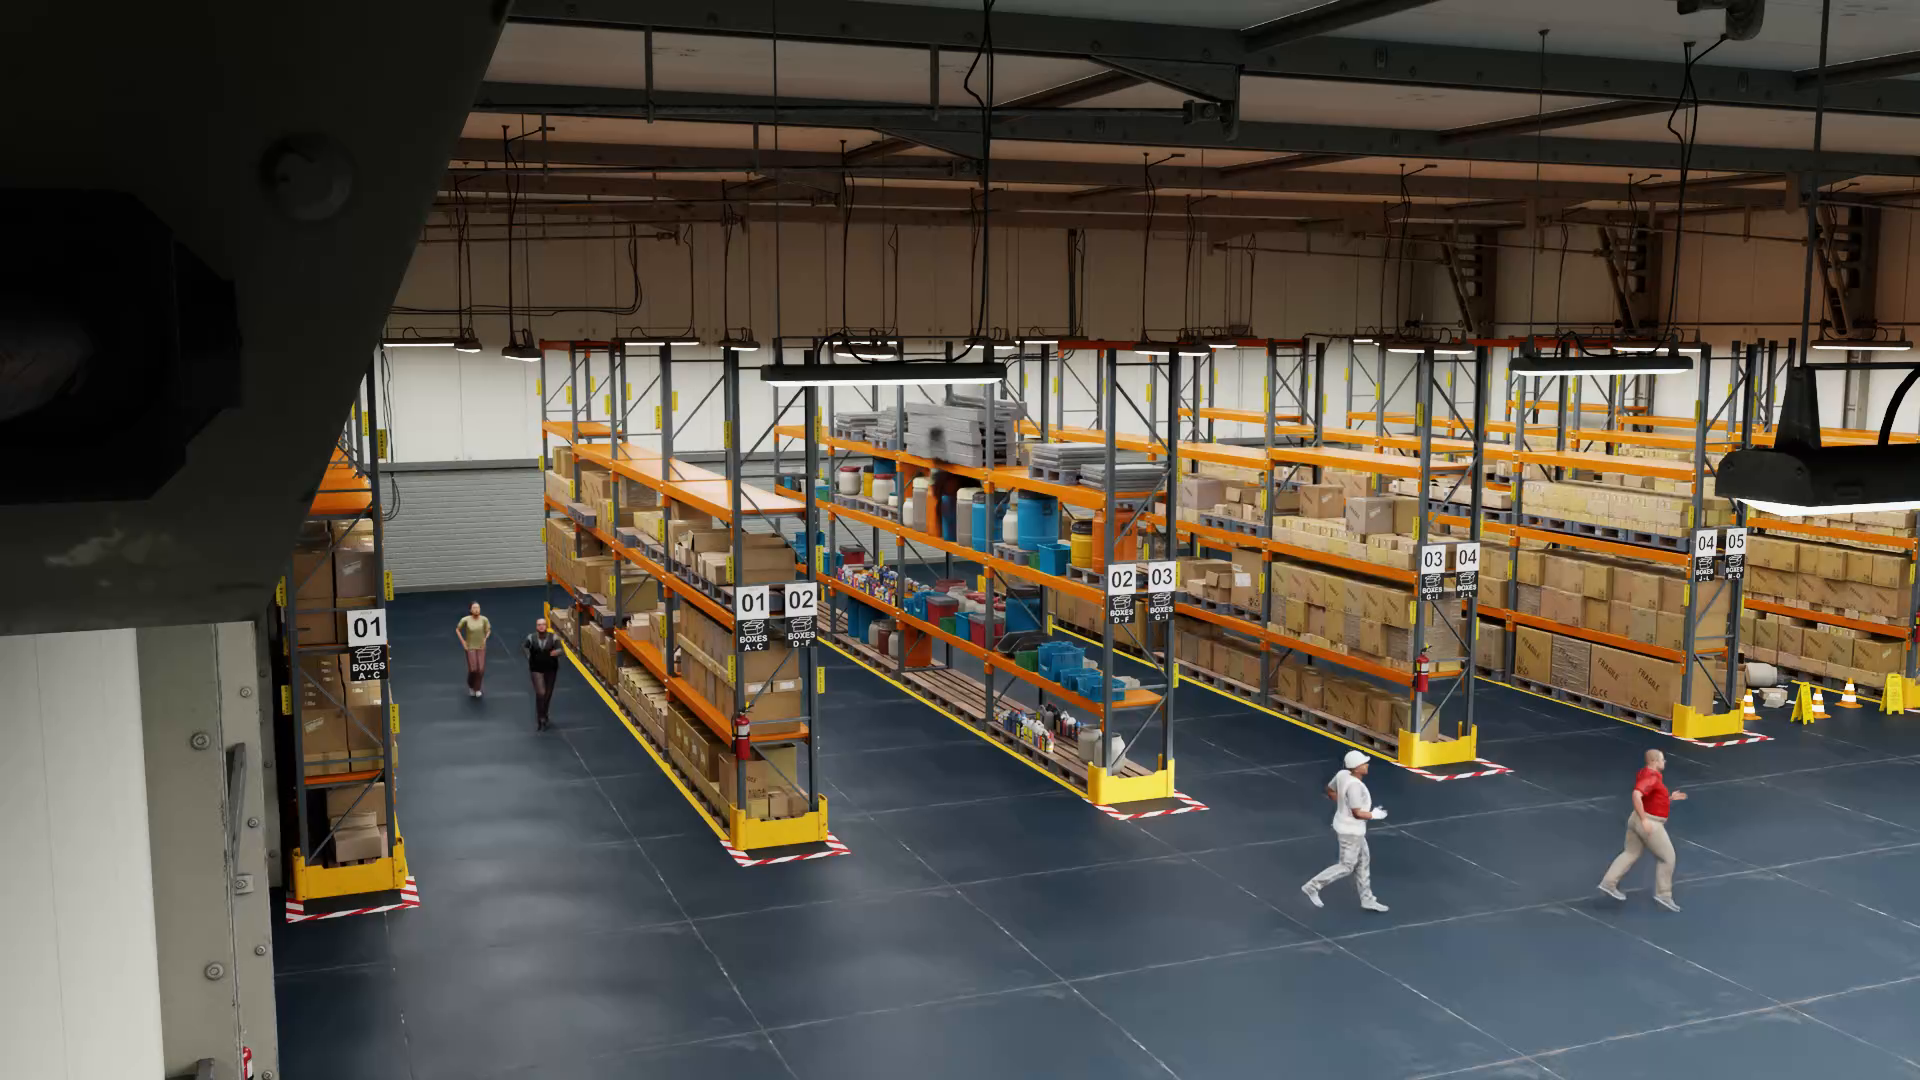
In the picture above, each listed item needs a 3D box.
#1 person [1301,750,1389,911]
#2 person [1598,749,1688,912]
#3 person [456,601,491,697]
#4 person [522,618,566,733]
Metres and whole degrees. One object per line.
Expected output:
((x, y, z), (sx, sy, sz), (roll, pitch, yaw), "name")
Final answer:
((4.152, 3.134, 17.876), (0.982, 1.787, 0.691), (0, 7, 1), "person")
((7.425, 3.141, 18.026), (0.892, 1.788, 0.634), (0, 7, 1), "person")
((-8.213, 1.855, 28.202), (0.561, 1.643, 0.494), (-4, 8, -29), "person")
((-6.512, 2.105, 26.111), (0.628, 1.792, 0.781), (-3, 8, -22), "person")
